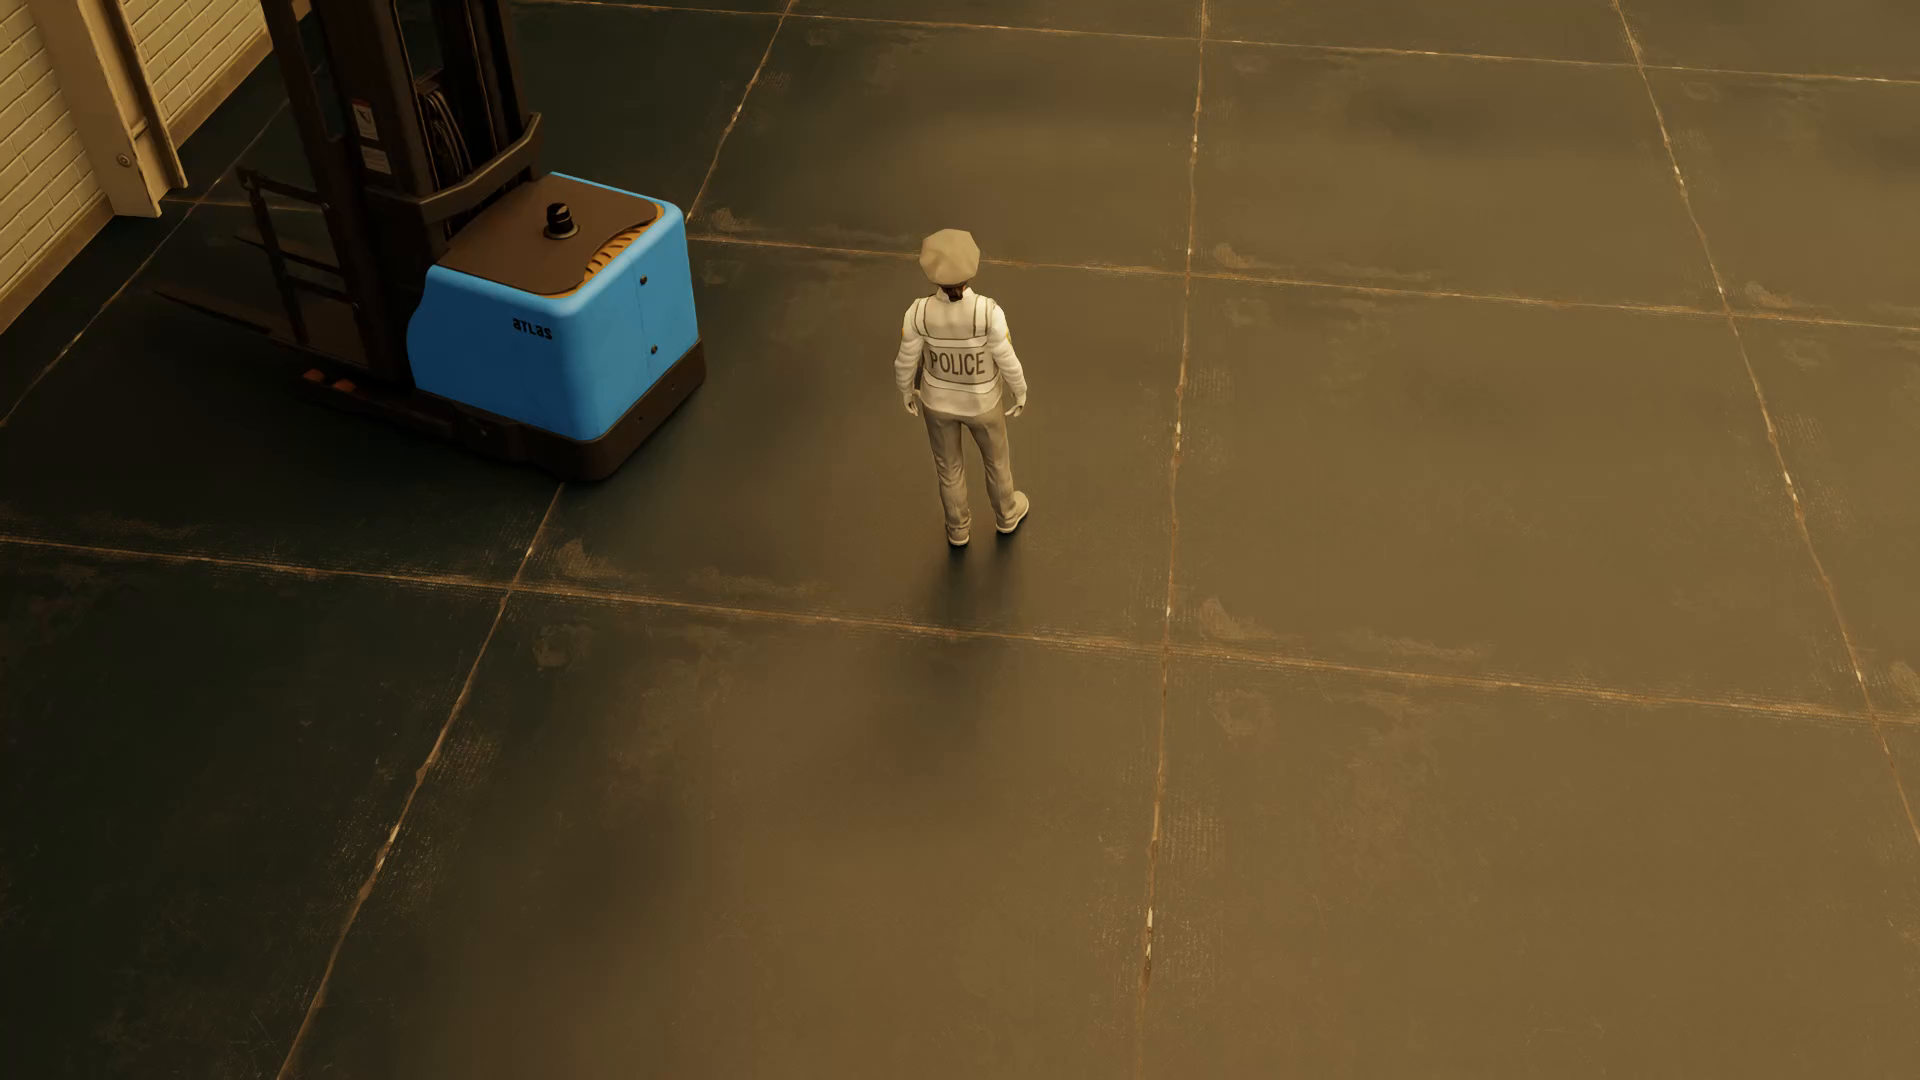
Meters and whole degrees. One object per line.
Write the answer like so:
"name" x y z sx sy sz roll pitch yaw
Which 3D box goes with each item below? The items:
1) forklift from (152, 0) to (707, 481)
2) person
"forklift" -2.889 -2.049 7.955 3.031 2.935 1.130 18 45 18
"person" 0.016 -0.675 7.362 0.586 1.694 0.532 5 43 6
